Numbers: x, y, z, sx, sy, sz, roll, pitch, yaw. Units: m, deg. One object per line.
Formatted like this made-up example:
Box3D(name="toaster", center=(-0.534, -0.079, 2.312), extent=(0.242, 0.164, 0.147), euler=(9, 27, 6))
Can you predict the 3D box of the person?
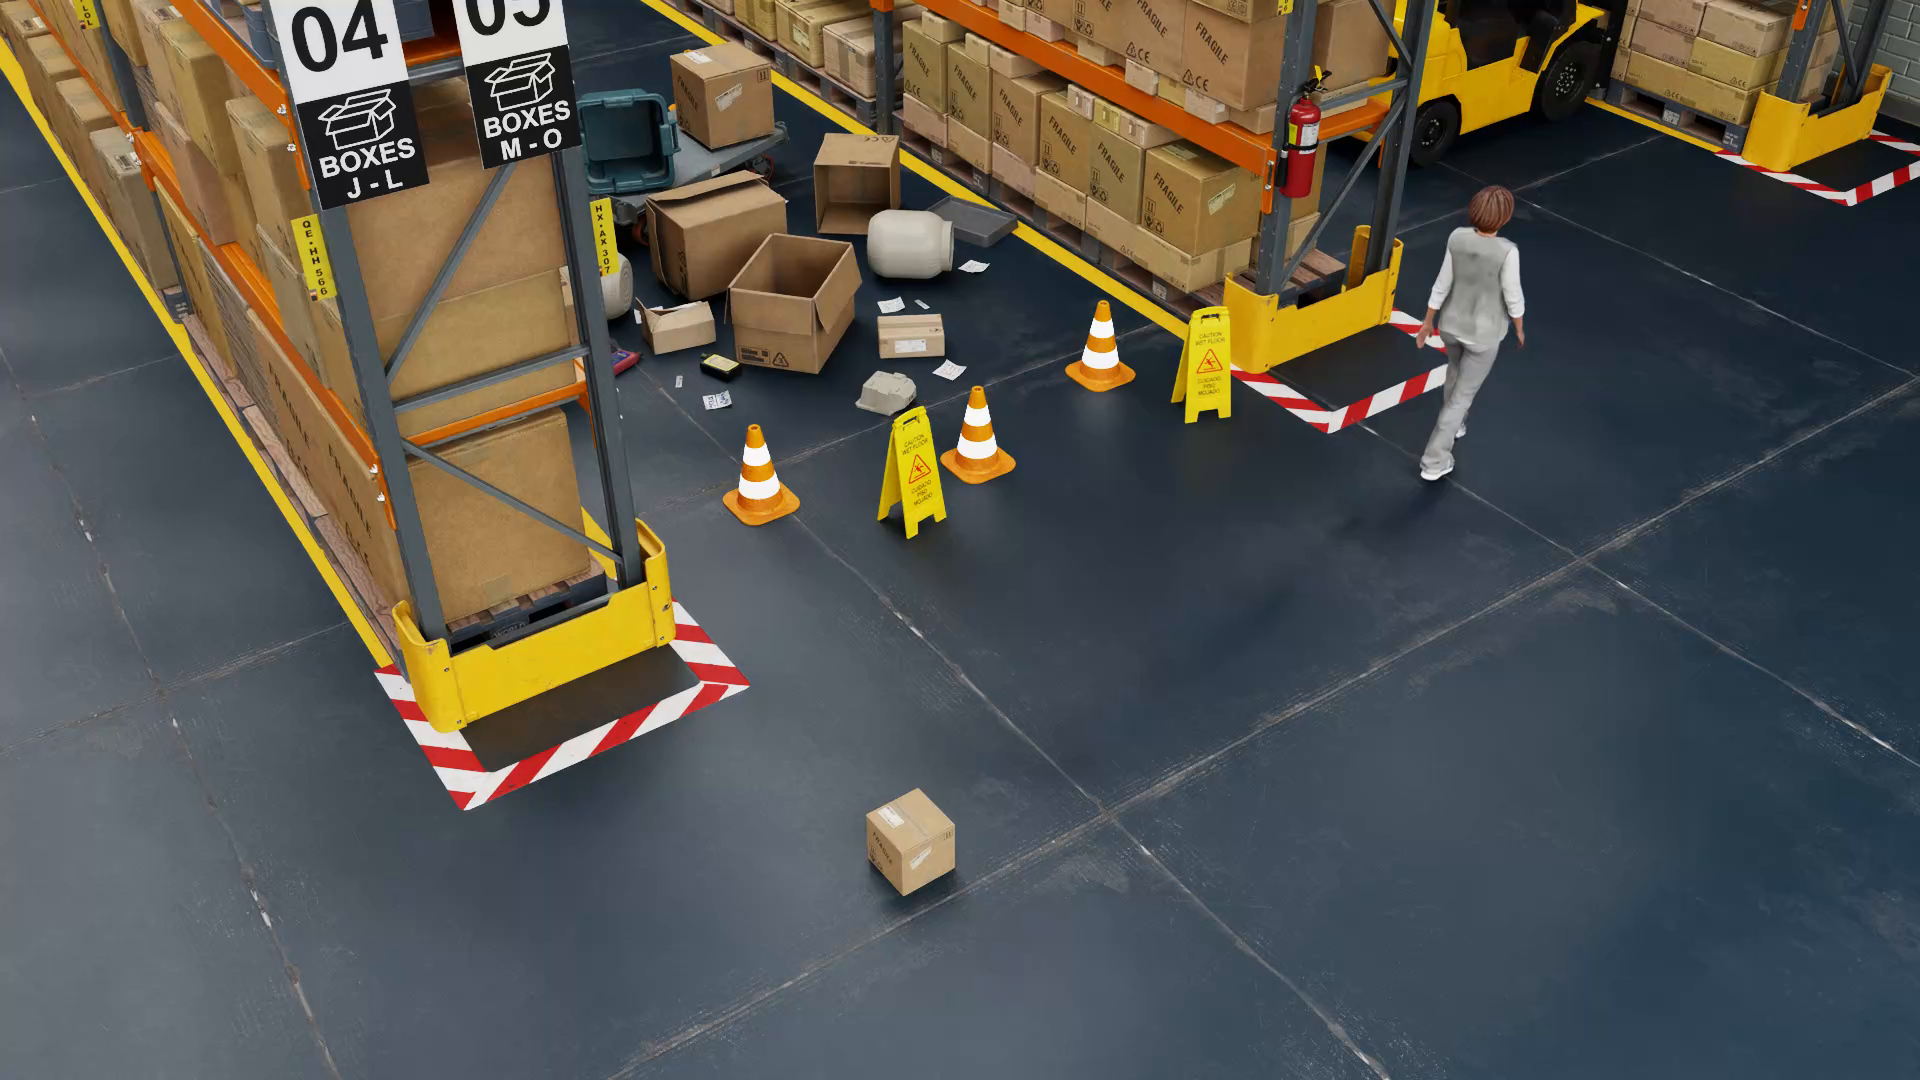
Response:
Box3D(name="person", center=(2.618, -1.062, 8.433), extent=(0.679, 1.625, 0.451), euler=(-31, 46, -34))
